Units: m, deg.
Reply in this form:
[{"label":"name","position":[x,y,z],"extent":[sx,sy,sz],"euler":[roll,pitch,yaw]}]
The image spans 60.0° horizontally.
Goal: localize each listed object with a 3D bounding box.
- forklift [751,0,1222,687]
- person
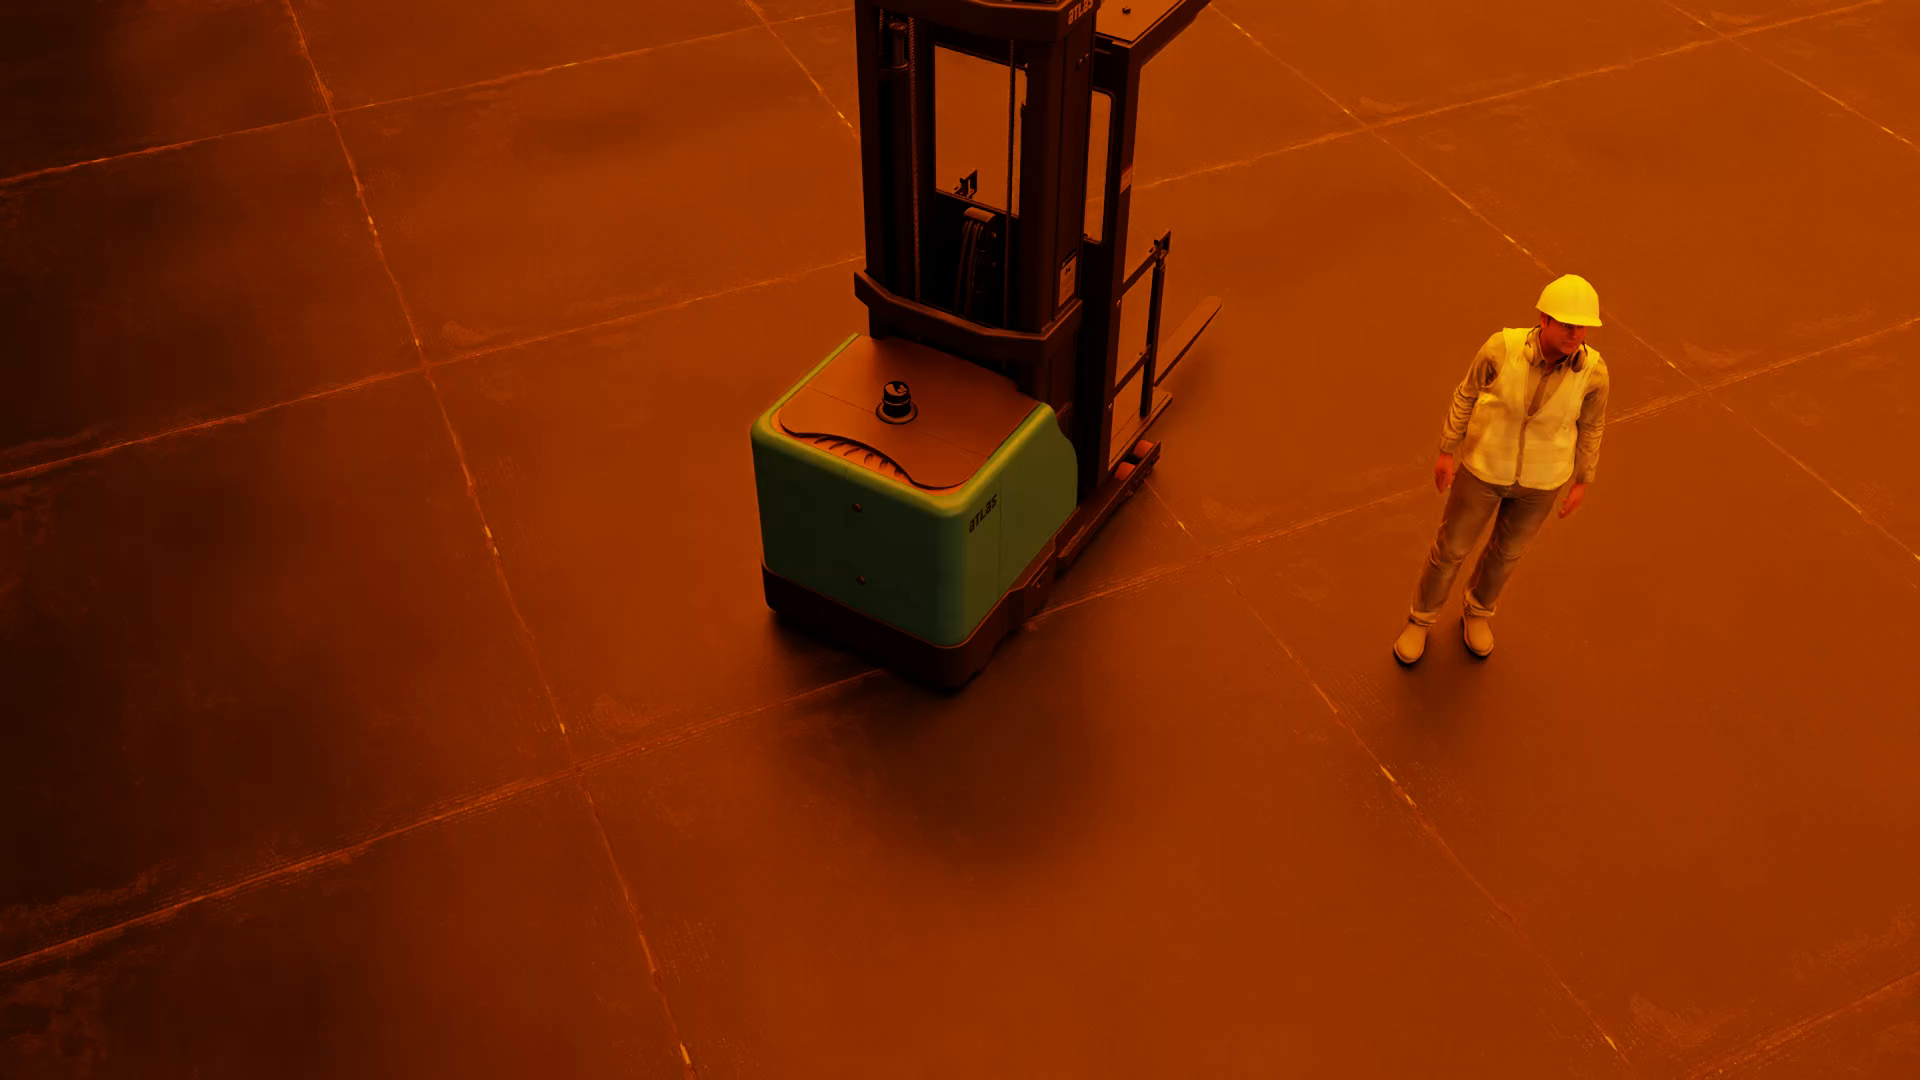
[{"label":"forklift","position":[0.326,-1.435,7.218],"extent":[1.130,2.935,3.031],"euler":[23,48,22]},{"label":"person","position":[2.252,-0.249,6.785],"extent":[0.630,1.773,0.570],"euler":[9,44,9]}]
